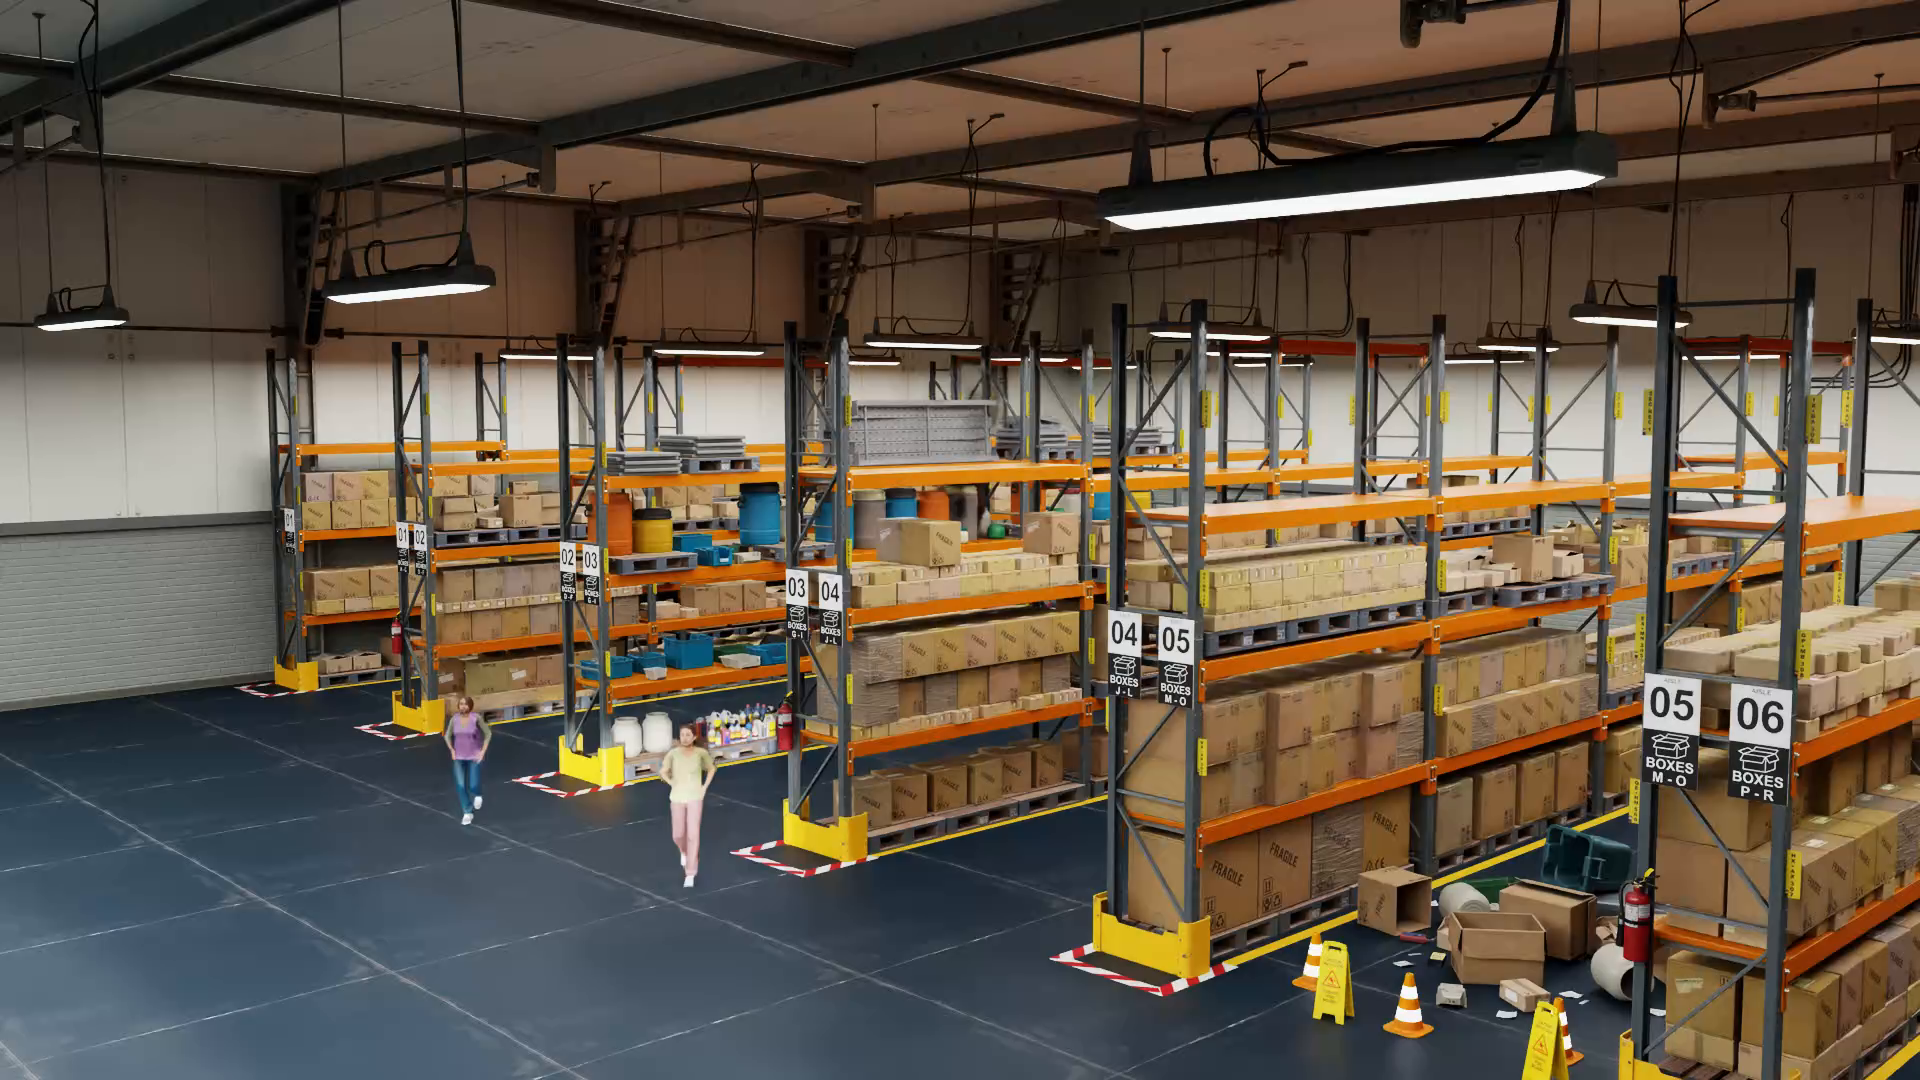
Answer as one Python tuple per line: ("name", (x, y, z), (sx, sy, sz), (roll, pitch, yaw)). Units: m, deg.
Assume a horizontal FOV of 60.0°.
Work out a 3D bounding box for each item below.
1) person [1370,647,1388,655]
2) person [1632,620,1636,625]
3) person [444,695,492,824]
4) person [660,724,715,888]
("person", (5.829, 2.282, 23.354), (0.575, 1.679, 0.906), (5, 7, 43))
("person", (10.882, 2.070, 26.398), (0.782, 1.685, 0.660), (-4, 6, -36))
("person", (-5.979, 2.688, 20.234), (0.563, 1.466, 0.579), (-1, 5, -6))
("person", (-2.931, 2.803, 17.830), (0.583, 1.675, 0.804), (0, 5, 0))
